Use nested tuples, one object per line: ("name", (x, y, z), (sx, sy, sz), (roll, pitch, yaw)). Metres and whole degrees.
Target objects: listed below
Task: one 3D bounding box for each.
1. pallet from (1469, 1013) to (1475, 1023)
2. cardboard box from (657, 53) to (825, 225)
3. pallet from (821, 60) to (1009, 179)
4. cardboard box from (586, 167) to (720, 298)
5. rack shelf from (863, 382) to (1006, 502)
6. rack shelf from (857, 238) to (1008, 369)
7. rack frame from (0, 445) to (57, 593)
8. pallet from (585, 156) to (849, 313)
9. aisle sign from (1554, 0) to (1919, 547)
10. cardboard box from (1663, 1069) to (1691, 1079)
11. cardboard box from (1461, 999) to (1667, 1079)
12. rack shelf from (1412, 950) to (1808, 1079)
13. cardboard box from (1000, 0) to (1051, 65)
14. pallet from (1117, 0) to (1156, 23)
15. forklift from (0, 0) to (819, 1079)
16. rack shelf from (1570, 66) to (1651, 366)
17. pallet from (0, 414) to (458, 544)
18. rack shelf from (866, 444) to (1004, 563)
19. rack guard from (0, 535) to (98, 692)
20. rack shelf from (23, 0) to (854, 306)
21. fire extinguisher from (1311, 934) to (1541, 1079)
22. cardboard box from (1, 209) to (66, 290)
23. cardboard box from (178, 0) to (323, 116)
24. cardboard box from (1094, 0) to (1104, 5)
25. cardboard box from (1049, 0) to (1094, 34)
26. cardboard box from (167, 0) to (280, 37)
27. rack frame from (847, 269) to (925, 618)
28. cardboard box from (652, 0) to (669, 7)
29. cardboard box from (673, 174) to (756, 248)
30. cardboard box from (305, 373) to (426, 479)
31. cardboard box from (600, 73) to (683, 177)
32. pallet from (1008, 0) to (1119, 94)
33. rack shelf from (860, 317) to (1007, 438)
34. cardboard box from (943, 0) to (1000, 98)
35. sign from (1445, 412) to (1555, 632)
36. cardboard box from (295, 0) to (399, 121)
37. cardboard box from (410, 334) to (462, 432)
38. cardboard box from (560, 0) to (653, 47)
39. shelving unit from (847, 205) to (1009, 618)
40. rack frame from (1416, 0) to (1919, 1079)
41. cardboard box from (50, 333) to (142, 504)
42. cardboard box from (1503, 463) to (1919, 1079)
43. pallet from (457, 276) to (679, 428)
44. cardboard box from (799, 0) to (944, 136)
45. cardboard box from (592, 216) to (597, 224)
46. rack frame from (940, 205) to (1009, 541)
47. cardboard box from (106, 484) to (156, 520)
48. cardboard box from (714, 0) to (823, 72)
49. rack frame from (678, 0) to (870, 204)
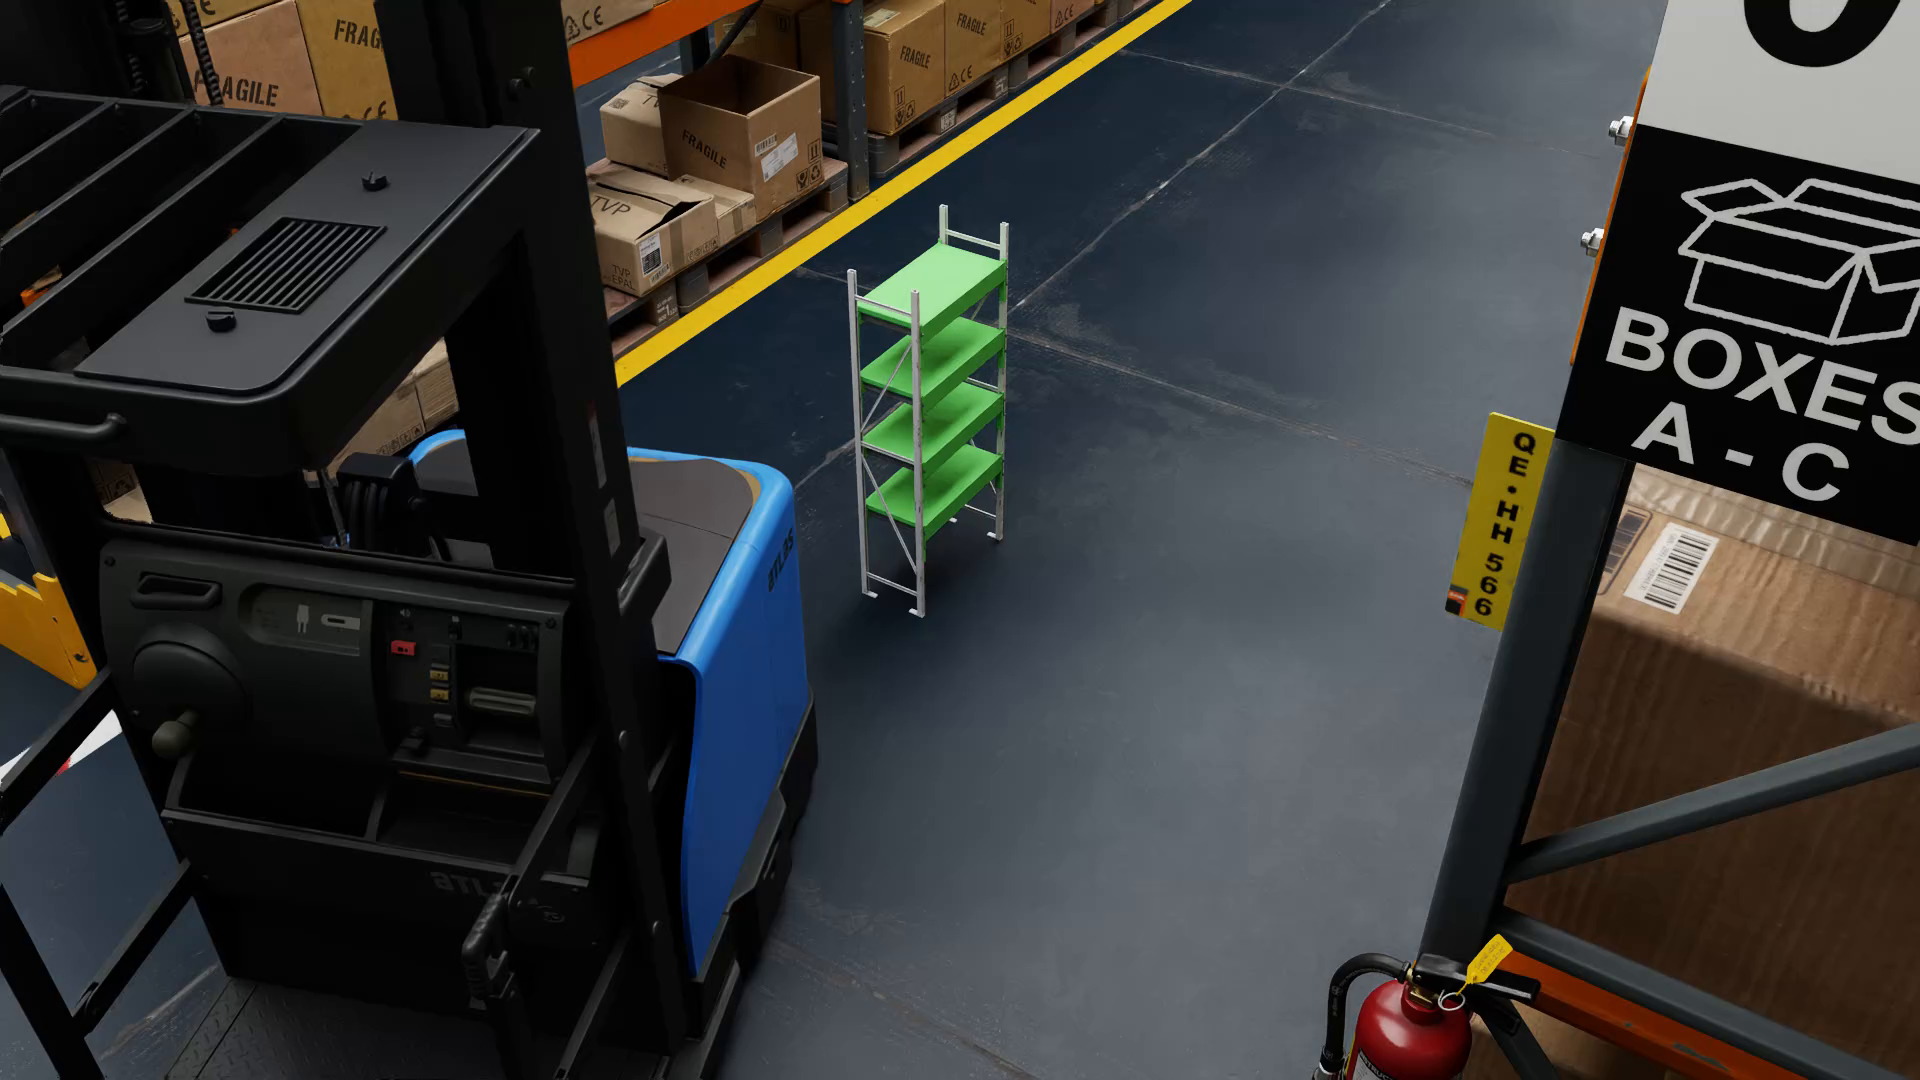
("pallet", (1.523, 1.388, 3.777), (1.003, 0.211, 1.213), (21, 42, 25))
("cardboard box", (-0.946, -1.757, 7.259), (0.500, 0.500, 0.500), (21, 42, 25))
("pallet", (-0.477, -2.287, 8.543), (1.003, 0.211, 1.213), (21, 42, 25))
("cardboard box", (-1.348, -1.296, 6.816), (0.500, 0.311, 0.500), (21, 42, 25))
("rack shelf", (-0.089, -0.339, 5.312), (0.258, 0.148, 0.480), (21, 42, 25))
("rack shelf", (-0.089, -0.719, 5.019), (0.258, 0.148, 0.480), (21, 42, 25))
("rack frame", (-3.024, -0.897, 4.457), (1.000, 3.000, 0.127), (21, 42, 25))
("pallet", (-1.249, -1.501, 7.525), (1.003, 0.211, 1.213), (21, 42, 25))
("aisle sign", (0.869, -0.369, 1.643), (0.394, 0.787, 0.004), (21, 42, 25))
("cardboard box", (1.554, 1.024, 3.137), (0.380, 0.149, 0.250), (21, 43, 25))
("cardboard box", (1.452, 1.151, 3.503), (0.700, 0.500, 0.500), (21, 42, 25))
("rack shelf", (2.233, -0.025, 3.915), (1.077, 0.370, 4.000), (21, 42, 25))
("cardboard box", (0.135, -2.847, 8.673), (0.500, 0.500, 0.500), (22, 43, 26))
("pallet", (0.831, -3.544, 10.175), (1.003, 0.211, 1.213), (21, 42, 25))
("forklift", (-1.211, 0.320, 2.934), (1.130, 2.935, 3.031), (7, 38, 9))
("rack shelf", (2.233, -1.213, 2.999), (1.077, 0.370, 4.000), (21, 42, 25))
("pallet", (-2.557, -0.243, 5.893), (1.003, 0.211, 1.213), (21, 42, 25))
("rack shelf", (-0.089, -0.149, 5.459), (0.258, 0.148, 0.480), (21, 42, 25))
("rack guard", (-2.983, 0.054, 5.271), (1.175, 0.500, 0.348), (21, 42, 25))
("rack shelf", (-1.952, -1.643, 6.014), (1.077, 0.370, 4.000), (21, 42, 25))
("fire extinguisher", (0.691, 0.826, 2.590), (0.296, 0.674, 0.183), (21, 42, 25))
("cardboard box", (-2.563, -1.079, 4.611), (0.500, 0.500, 0.500), (22, 43, 26))
("cardboard box", (-2.291, -1.347, 4.959), (0.500, 0.500, 0.500), (21, 42, 25))
("cardboard box", (0.682, -3.380, 9.365), (0.500, 0.500, 0.500), (20, 42, 24))
("cardboard box", (0.406, -3.107, 9.011), (0.500, 0.500, 0.500), (20, 42, 23))
("cardboard box", (-2.290, -1.747, 4.659), (0.500, 0.500, 0.500), (22, 43, 26))
("rack frame", (-0.219, -0.264, 5.110), (0.240, 1.200, 0.015), (21, 42, 25))
("cardboard box", (-1.207, -2.391, 6.313), (0.500, 0.500, 0.500), (22, 43, 26))
("cardboard box", (-1.097, -1.405, 7.090), (0.380, 0.149, 0.250), (21, 42, 25))
("cardboard box", (-2.225, -0.428, 5.740), (0.500, 0.250, 0.500), (21, 42, 25))
("cardboard box", (-1.288, -1.923, 7.630), (0.500, 0.311, 0.500), (21, 42, 25))
("pallet", (0.176, -2.918, 9.362), (1.003, 0.211, 1.213), (21, 42, 25))
("rack shelf", (-0.089, -0.529, 5.165), (0.258, 0.148, 0.480), (21, 42, 25))
("cardboard box", (-0.139, -2.592, 8.342), (0.500, 0.500, 0.500), (22, 43, 26))
("sign", (0.710, -0.016, 2.171), (0.100, 0.325, 0.005), (21, 42, 25))
("cardboard box", (-2.020, -1.605, 5.293), (0.500, 0.500, 0.500), (21, 42, 25))
("cardboard box", (-1.957, -0.686, 6.074), (0.500, 0.250, 0.500), (21, 42, 25))
("cardboard box", (-1.480, -2.125, 5.968), (0.500, 0.500, 0.500), (22, 43, 26))
("shelving unit", (-0.089, -0.390, 5.273), (0.258, 1.200, 0.503), (21, 42, 25))
("rack frame", (1.158, 0.720, 2.359), (0.949, 2.616, 0.053), (21, 42, 25))
("cardboard box", (-2.940, -0.442, 5.554), (0.500, 0.500, 0.500), (21, 42, 25))
("cardboard box", (1.426, 0.336, 2.611), (0.980, 0.700, 0.700), (23, 43, 27))
("pallet", (-1.902, -0.870, 6.705), (1.003, 0.211, 1.213), (21, 42, 25))
("cardboard box", (-0.416, -2.313, 7.981), (0.500, 0.500, 0.500), (19, 42, 23))
("cardboard box", (-1.883, -1.175, 6.501), (0.797, 0.503, 0.637), (21, 42, 25))
("rack frame", (0.042, -0.516, 5.436), (0.240, 1.200, 0.015), (21, 42, 25))
("cardboard box", (-2.509, -0.046, 5.327), (0.380, 0.149, 0.250), (21, 42, 25))
("cardboard box", (-0.858, -2.492, 8.212), (0.500, 0.500, 0.500), (21, 42, 25))
("rack frame", (-0.881, -2.959, 7.132), (1.000, 3.000, 0.127), (21, 42, 25))
